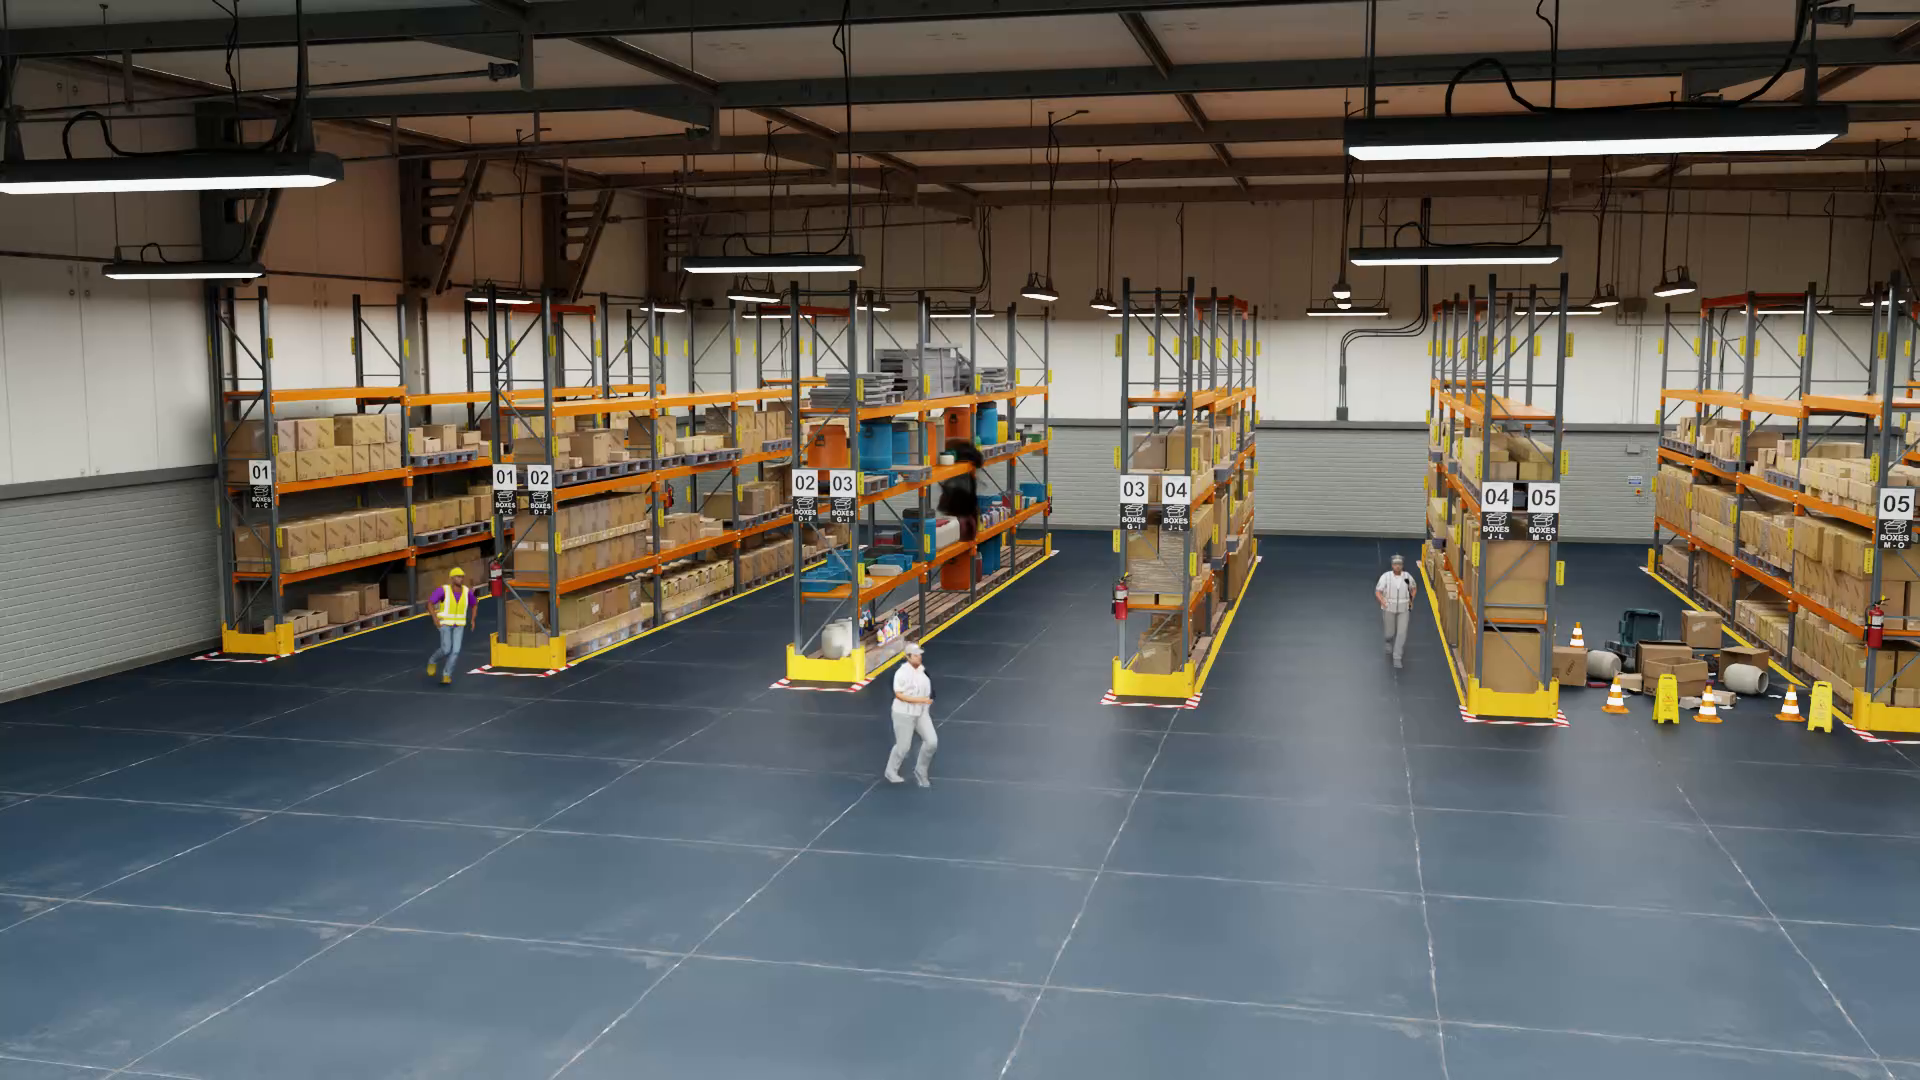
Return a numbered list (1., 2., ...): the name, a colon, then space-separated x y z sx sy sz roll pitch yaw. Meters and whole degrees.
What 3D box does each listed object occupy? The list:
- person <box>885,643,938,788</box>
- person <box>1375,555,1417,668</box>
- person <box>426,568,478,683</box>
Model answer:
1. person: -0.535 2.032 19.001 0.715 1.721 0.620 6 9 40
2. person: 6.952 1.110 26.495 0.663 1.768 0.816 1 7 8
3. person: -7.666 1.273 25.179 0.751 1.704 0.594 -5 8 -37
